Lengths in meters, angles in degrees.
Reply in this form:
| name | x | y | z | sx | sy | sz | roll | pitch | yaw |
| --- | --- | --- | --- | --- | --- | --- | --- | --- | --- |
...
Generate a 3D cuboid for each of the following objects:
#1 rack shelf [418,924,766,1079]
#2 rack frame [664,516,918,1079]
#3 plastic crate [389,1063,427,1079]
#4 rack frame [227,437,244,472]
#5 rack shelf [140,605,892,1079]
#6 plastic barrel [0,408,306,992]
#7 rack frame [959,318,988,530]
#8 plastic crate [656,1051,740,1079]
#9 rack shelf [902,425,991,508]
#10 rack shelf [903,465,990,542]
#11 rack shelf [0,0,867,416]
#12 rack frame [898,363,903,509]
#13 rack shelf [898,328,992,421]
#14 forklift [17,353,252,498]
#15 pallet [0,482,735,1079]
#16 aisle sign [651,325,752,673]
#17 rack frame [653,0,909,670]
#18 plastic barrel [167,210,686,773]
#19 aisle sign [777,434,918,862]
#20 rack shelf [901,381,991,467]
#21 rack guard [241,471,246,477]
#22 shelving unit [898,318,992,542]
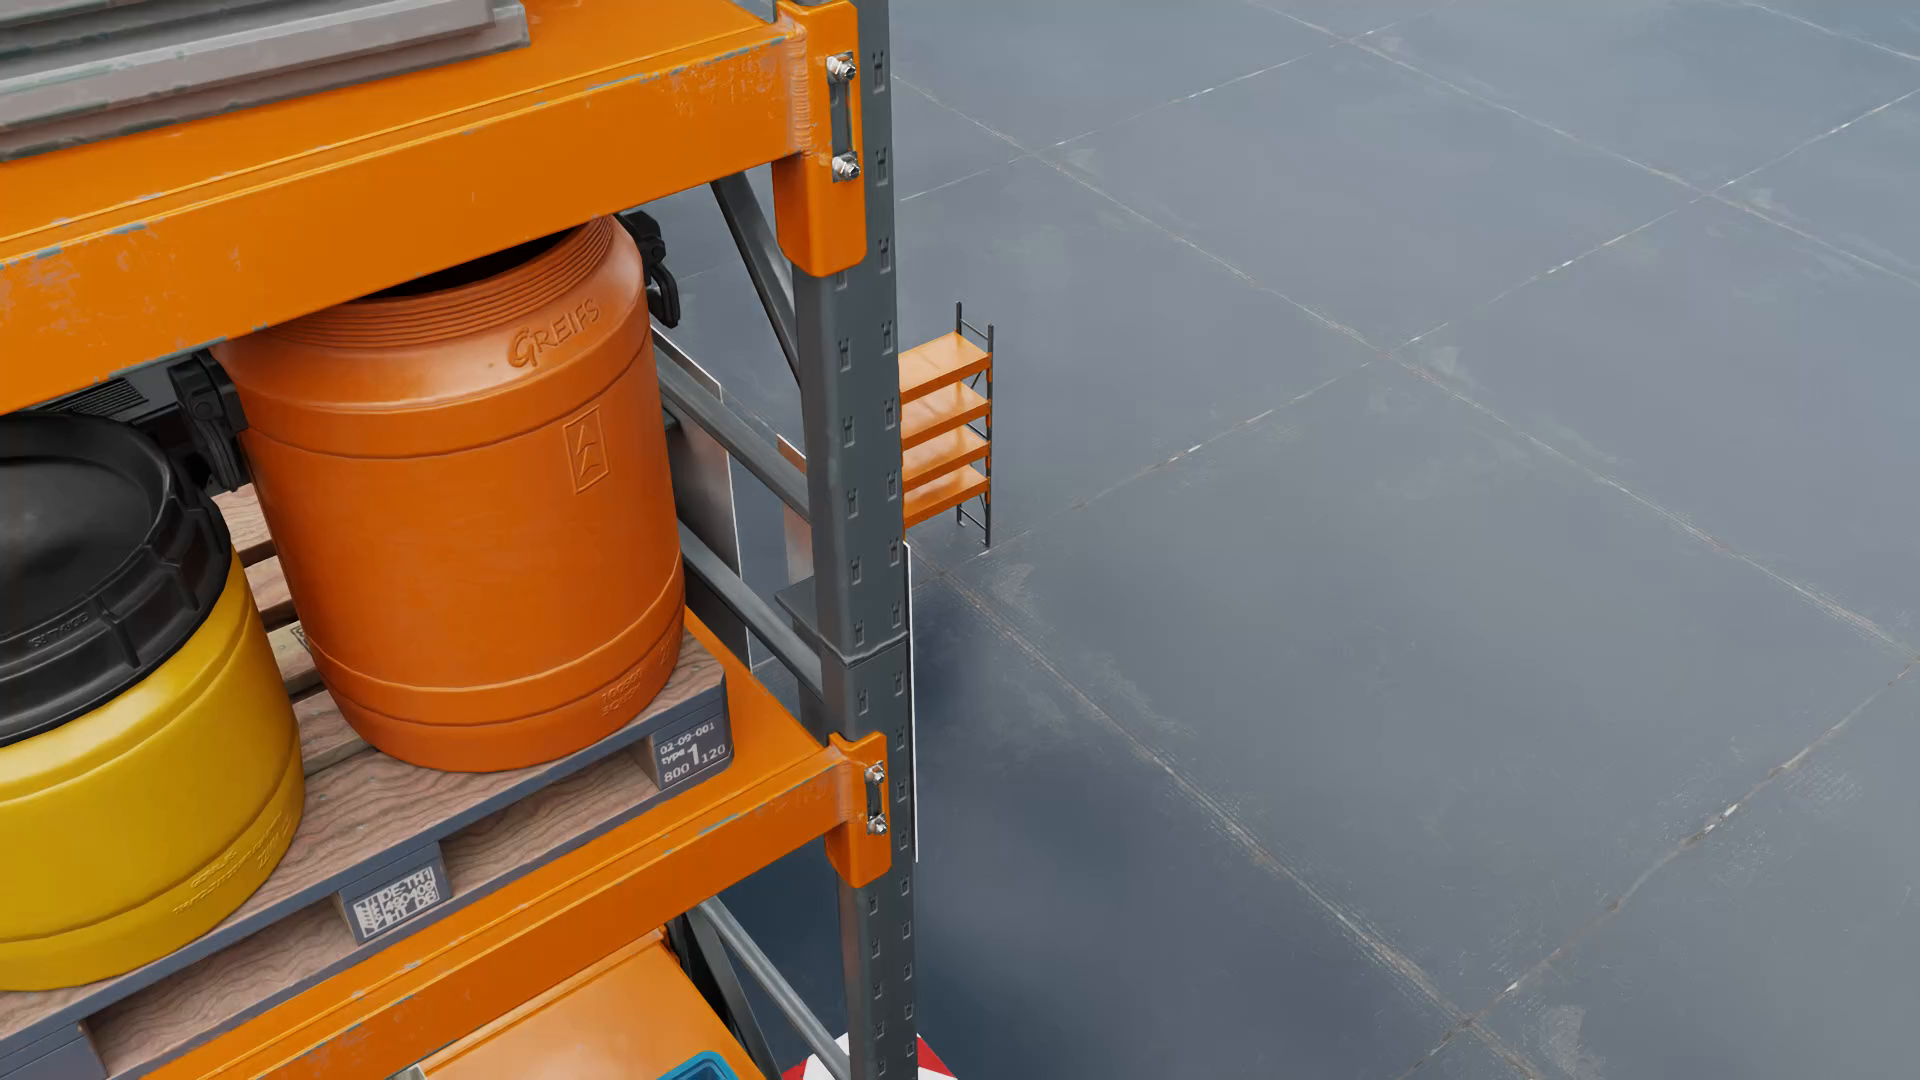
| name | x | y | z | sx | sy | sz | roll | pitch | yaw |
| --- | --- | --- | --- | --- | --- | --- | --- | --- | --- |
| rack shelf | -2.027 | 2.151 | 3.330 | 4.000 | 0.370 | 1.077 | -26 | 46 | -28 |
| rack frame | -0.441 | 1.100 | 4.044 | 0.127 | 3.000 | 1.000 | -26 | 46 | -28 |
| plastic crate | -1.346 | 1.386 | 3.903 | 0.250 | 0.136 | 0.298 | -26 | 46 | -28 |
| rack frame | -3.459 | -1.391 | 7.080 | 0.127 | 3.000 | 1.000 | -26 | 46 | -28 |
| rack shelf | -2.027 | 0.991 | 2.379 | 4.000 | 0.370 | 1.077 | -26 | 46 | -28 |
| plastic barrel | -1.267 | 0.210 | 2.285 | 0.600 | 0.588 | 0.600 | 0 | 39 | 0 |
| rack frame | 0.062 | -0.495 | 7.407 | 0.006 | 1.046 | 0.228 | -26 | 46 | -28 |
| plastic crate | -0.655 | 1.501 | 3.672 | 0.616 | 0.251 | 0.499 | -26 | 46 | -28 |
| rack shelf | -0.131 | -0.348 | 7.334 | 0.480 | 0.148 | 0.258 | -26 | 46 | -28 |
| rack shelf | -0.131 | -0.194 | 7.460 | 0.480 | 0.148 | 0.258 | -26 | 46 | -28 |
| rack shelf | -2.027 | -0.014 | 1.554 | 4.000 | 0.370 | 1.077 | -26 | 46 | -28 |
| rack frame | -0.325 | -0.306 | 7.176 | 0.015 | 1.200 | 0.240 | -26 | 46 | -28 |
| rack shelf | -0.131 | -0.704 | 7.042 | 0.480 | 0.148 | 0.258 | -26 | 46 | -28 |
| forklift | -9.348 | -3.421 | 9.610 | 5.636 | 2.935 | 18.991 | -30 | 48 | -31 |
| pallet | -1.156 | 0.284 | 2.823 | 1.213 | 0.211 | 1.003 | -26 | 46 | -28 |
| aisle sign | -0.562 | -0.080 | 3.433 | 0.004 | 0.787 | 0.394 | -26 | 46 | -28 |
| rack frame | -0.441 | -1.219 | 2.141 | 0.127 | 3.000 | 1.000 | -26 | 46 | -28 |
| plastic barrel | -0.749 | -0.136 | 2.517 | 0.708 | 0.830 | 0.600 | -26 | 46 | -28 |
| aisle sign | -0.203 | 0.216 | 3.071 | 0.004 | 0.787 | 0.394 | -26 | 46 | -28 |
| rack shelf | -0.131 | -0.521 | 7.192 | 0.480 | 0.148 | 0.258 | -26 | 46 | -28 |
| rack guard | -3.519 | -0.395 | 7.837 | 0.348 | 0.500 | 1.175 | -26 | 46 | -28 |
| shelving unit | -0.133 | -0.399 | 7.290 | 0.499 | 1.200 | 0.258 | -26 | 46 | -28 |
